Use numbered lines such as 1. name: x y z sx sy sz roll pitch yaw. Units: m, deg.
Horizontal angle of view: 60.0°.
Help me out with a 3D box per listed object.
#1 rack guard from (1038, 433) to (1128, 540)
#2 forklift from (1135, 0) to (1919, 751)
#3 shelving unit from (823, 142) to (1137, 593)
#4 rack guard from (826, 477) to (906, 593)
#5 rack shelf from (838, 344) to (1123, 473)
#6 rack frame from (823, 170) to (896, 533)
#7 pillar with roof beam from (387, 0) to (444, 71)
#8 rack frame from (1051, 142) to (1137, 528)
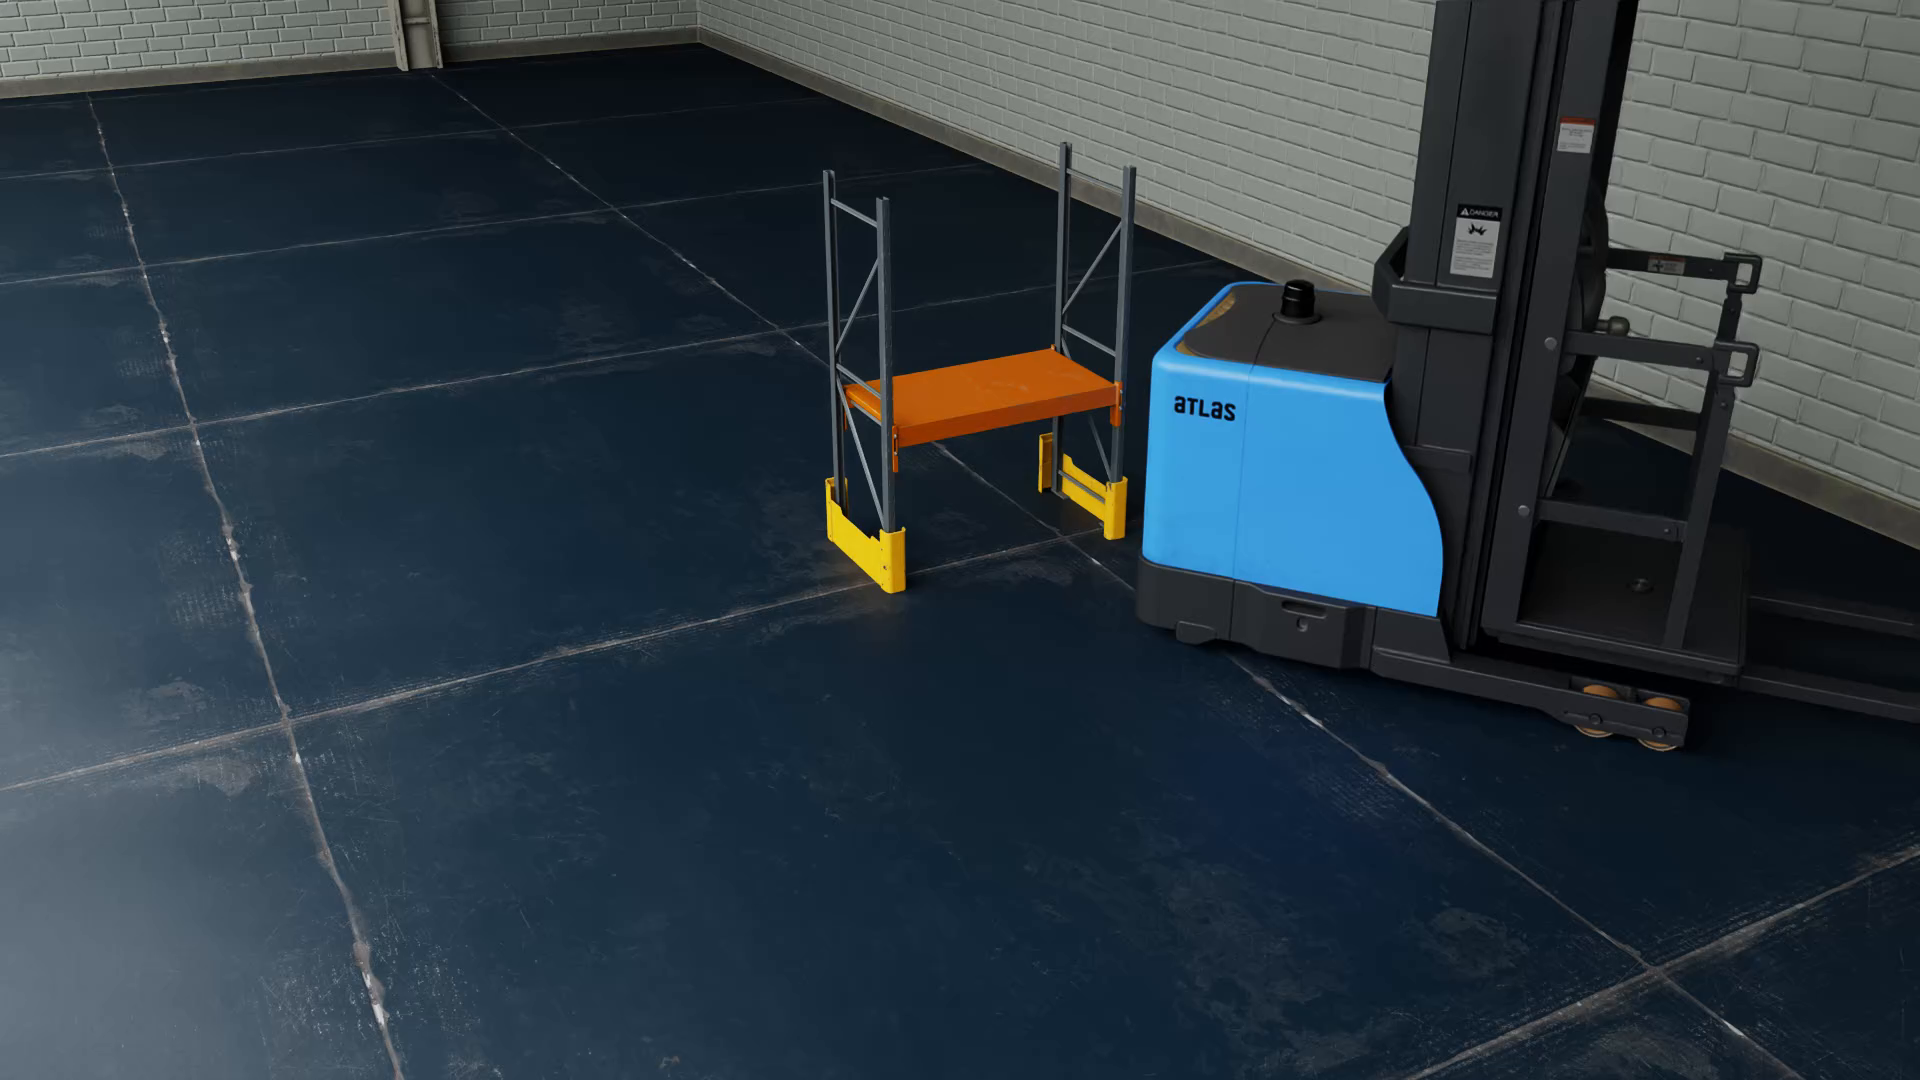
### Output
1. rack guard: 0.507 -0.230 6.939 0.087 0.250 0.587 -13 29 -25
2. forklift: 2.197 -0.907 5.252 3.031 2.935 1.130 11 28 22
3. shelving unit: 0.067 -0.692 6.458 1.083 1.500 0.587 -13 29 -25
4. rack guard: -0.372 -0.027 6.517 0.087 0.250 0.587 -13 29 -25
5. rack shelf: 0.075 -0.531 6.539 1.000 0.185 0.538 -13 29 -25
6. rack frame: -0.373 -0.590 6.246 0.032 1.500 0.500 -13 29 -25
7. pillar with roof beam: -3.352 -7.126 11.195 0.400 9.000 9.100 -13 29 -25
8. rack frame: 0.524 -0.797 6.677 0.032 1.500 0.500 -13 29 -25
